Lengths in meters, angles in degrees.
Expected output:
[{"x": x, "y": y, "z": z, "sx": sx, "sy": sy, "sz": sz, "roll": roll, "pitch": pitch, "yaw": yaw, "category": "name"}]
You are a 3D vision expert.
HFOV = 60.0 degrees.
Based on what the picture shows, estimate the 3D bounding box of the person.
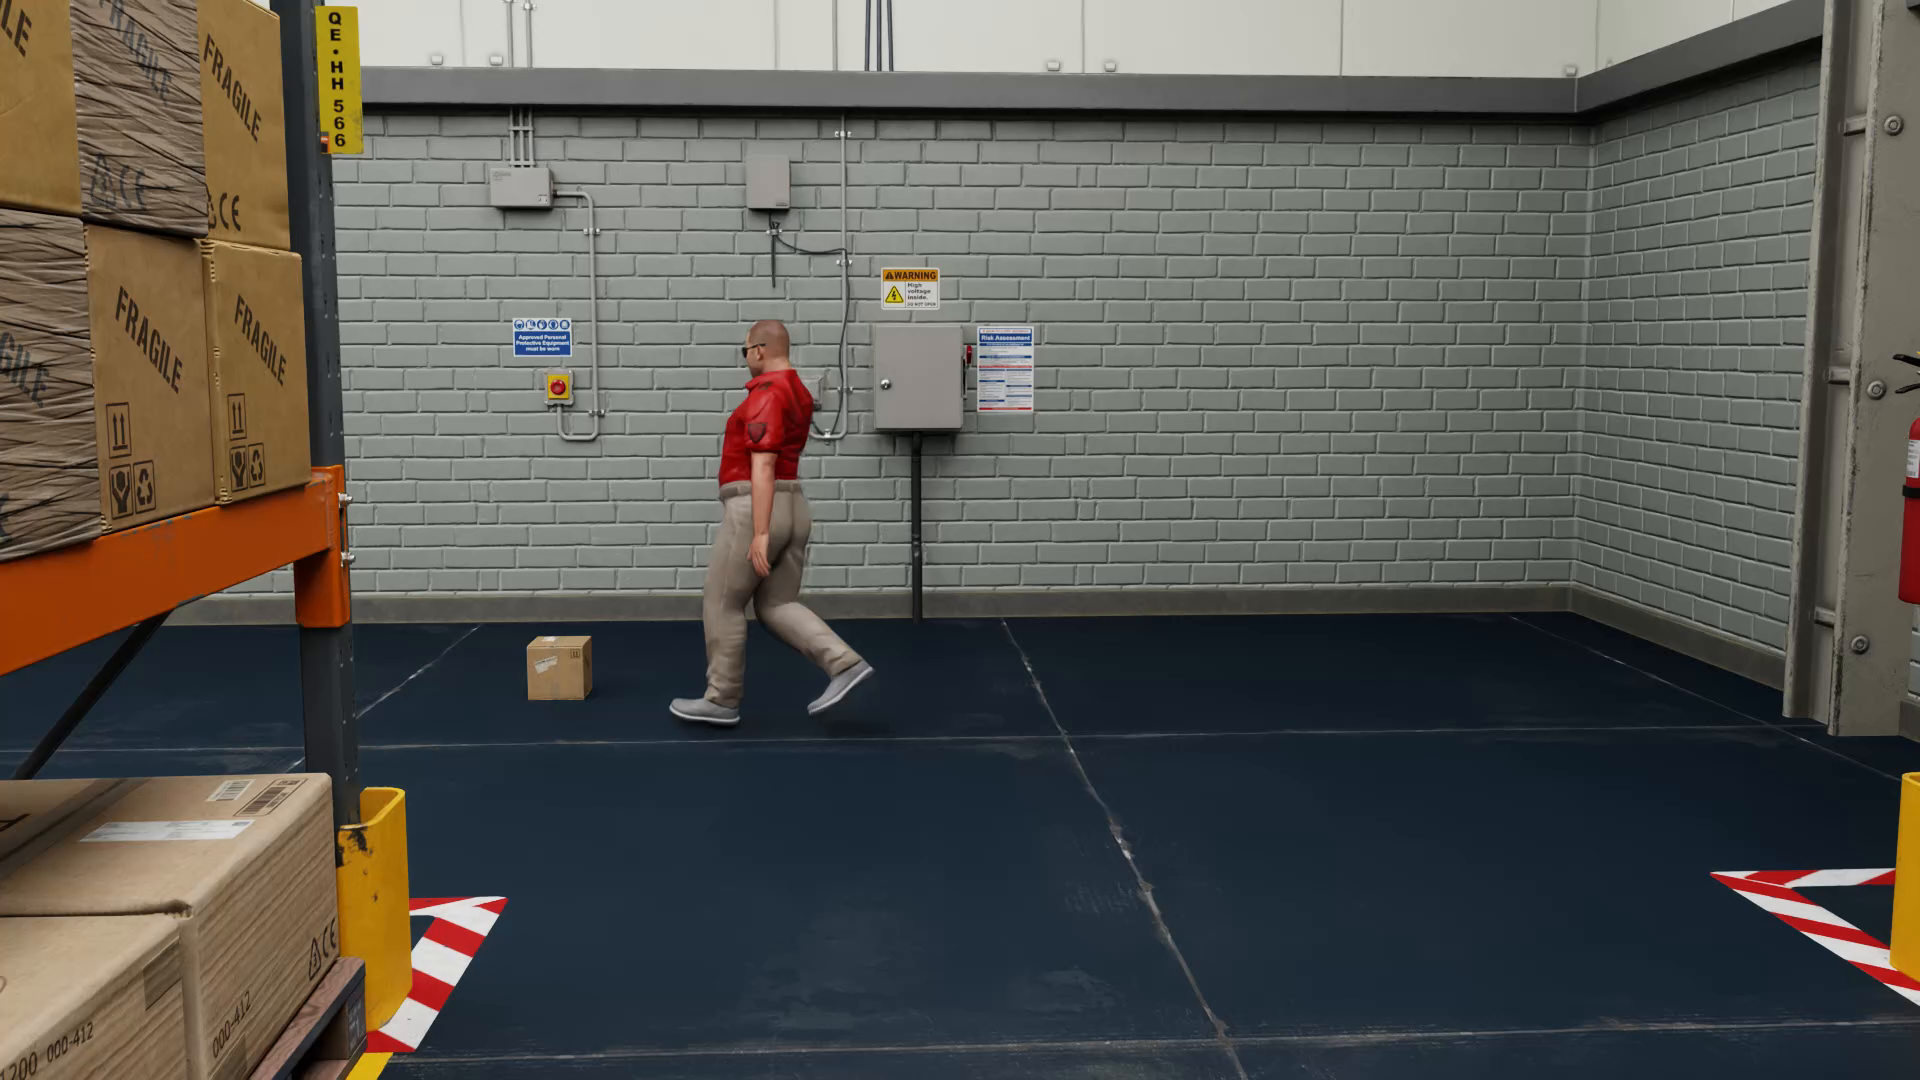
[{"x": -0.793, "y": -0.072, "z": 6.944, "sx": 0.855, "sy": 1.687, "sz": 0.567, "roll": 3, "pitch": 7, "yaw": 24, "category": "person"}]
